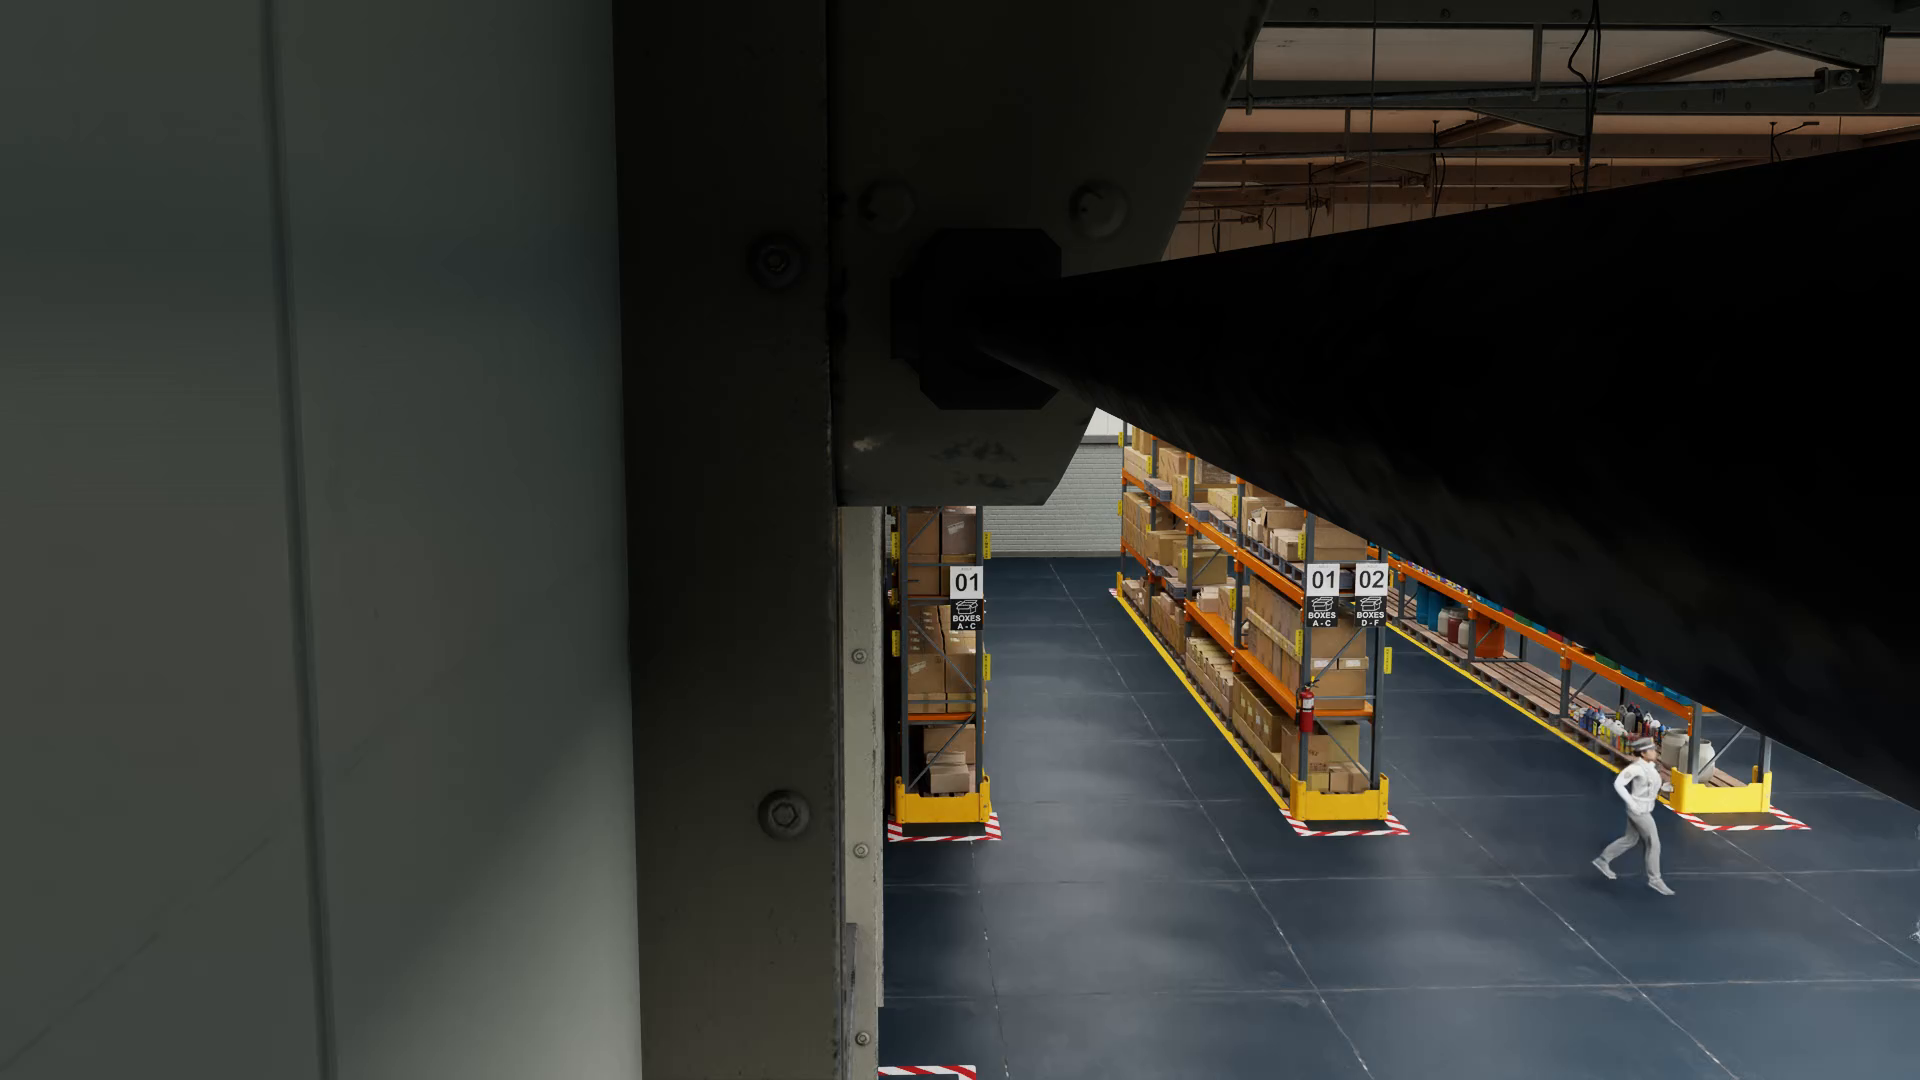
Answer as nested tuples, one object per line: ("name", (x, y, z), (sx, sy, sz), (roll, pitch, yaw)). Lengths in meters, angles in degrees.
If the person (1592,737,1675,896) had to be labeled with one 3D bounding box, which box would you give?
("person", (7.384, 2.960, 18.124), (0.862, 1.729, 0.593), (5, 9, 29))
